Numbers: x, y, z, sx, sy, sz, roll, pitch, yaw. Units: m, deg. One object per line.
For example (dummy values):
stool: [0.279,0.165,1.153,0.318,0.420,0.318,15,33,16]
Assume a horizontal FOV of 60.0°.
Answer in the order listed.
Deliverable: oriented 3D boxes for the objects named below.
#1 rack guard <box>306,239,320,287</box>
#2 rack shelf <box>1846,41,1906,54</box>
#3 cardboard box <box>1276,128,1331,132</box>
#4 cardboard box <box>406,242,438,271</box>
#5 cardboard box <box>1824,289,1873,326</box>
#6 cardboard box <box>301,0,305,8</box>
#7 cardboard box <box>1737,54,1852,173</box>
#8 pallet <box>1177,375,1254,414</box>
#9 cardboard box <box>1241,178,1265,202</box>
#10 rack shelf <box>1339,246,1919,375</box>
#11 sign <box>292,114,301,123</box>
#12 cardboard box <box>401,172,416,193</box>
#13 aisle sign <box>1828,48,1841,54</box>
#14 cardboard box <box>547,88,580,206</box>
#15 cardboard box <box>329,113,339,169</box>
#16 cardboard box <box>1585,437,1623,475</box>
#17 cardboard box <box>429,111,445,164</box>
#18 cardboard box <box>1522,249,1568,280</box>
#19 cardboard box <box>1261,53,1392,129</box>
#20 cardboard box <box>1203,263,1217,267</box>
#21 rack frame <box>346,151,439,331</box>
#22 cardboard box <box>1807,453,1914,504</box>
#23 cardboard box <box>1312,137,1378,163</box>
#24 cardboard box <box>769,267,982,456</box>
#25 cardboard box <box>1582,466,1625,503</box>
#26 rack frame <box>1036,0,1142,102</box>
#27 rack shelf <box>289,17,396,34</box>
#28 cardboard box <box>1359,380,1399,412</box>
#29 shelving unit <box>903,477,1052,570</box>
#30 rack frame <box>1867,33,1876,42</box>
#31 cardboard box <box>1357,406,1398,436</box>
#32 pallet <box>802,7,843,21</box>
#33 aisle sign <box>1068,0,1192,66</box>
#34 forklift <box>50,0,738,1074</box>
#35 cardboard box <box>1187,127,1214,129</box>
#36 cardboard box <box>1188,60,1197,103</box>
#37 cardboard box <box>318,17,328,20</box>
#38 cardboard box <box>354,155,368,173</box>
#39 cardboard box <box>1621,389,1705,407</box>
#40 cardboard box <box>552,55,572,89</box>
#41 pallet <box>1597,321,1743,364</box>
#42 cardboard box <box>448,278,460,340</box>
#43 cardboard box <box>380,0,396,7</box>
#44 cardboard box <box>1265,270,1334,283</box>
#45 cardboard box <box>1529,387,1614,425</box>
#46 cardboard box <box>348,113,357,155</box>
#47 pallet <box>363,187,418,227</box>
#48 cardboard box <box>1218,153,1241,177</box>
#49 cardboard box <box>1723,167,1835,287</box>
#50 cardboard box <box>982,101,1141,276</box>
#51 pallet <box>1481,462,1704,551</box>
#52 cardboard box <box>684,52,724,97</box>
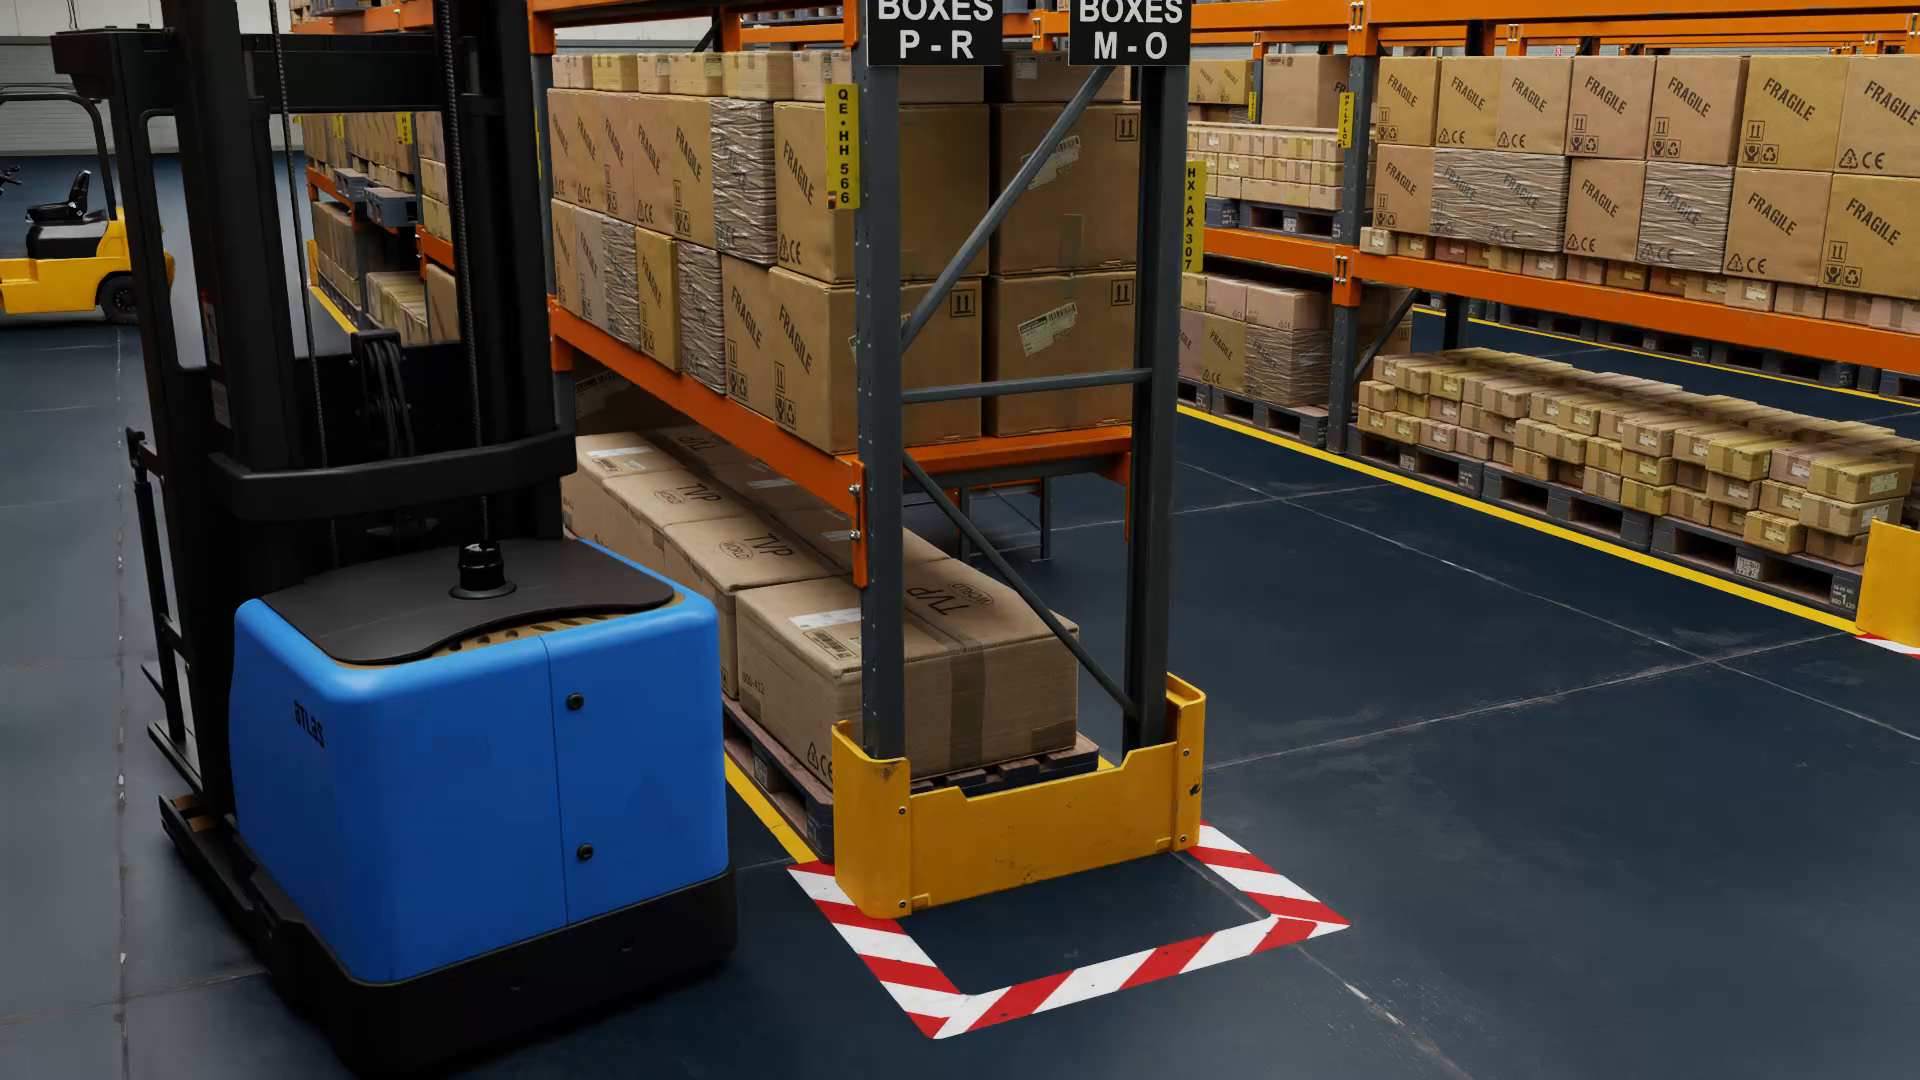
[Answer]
rack guard: [-6.793,-3.189,18.956,1.175,0.500,0.348,-8,18,-25]
rack shelf: [13.618,-6.411,21.519,1.077,0.370,4.000,-8,18,-25]
cardboard box: [2.510,-2.898,12.026,0.380,0.149,0.250,-7,17,-23]
cardboard box: [-5.089,-2.837,16.062,0.500,0.500,0.500,-7,17,-22]
cardboard box: [4.117,-1.057,7.452,0.380,0.149,0.250,-8,18,-25]
cardboard box: [-6.384,-5.514,16.821,0.500,0.250,0.500,-7,17,-23]
cardboard box: [3.943,-1.946,7.560,0.500,0.500,0.500,-8,18,-27]
pallet: [1.956,-1.212,12.592,1.003,0.211,1.213,-8,18,-25]
cardboard box: [2.154,-2.401,11.374,0.380,0.149,0.250,-9,18,-28]
rack shelf: [3.713,-1.215,8.851,1.077,0.370,4.000,-8,18,-25]
sign: [-7.313,-4.760,18.329,0.100,0.325,0.005,-8,18,-25]
cardboard box: [-3.859,-2.617,12.127,0.380,0.149,0.250,-7,18,-24]
aisle sign: [15.140,-8.633,28.685,0.394,0.787,0.004,-8,18,-25]
cardboard box: [-1.578,-1.815,7.643,0.500,0.500,0.500,-8,18,-25]
cardboard box: [-5.723,-3.815,15.887,0.500,0.500,0.500,-7,17,-23]
cardboard box: [3.538,-0.457,8.774,0.380,0.149,0.250,-7,17,-22]
cardboard box: [-3.099,-2.680,10.659,0.500,0.500,0.500,-8,18,-25]
cardboard box: [3.287,-1.506,9.015,0.380,0.149,0.250,-7,17,-22]
cardboard box: [4.057,-4.891,18.508,1.000,1.000,1.000,-8,18,-25]
cardboard box: [1.596,-1.959,12.551,0.500,0.250,0.500,-8,18,-24]
rack frame: [-5.073,-3.417,15.221,1.000,3.000,0.127,-8,18,-25]
cardboard box: [4.129,-0.283,7.628,0.380,0.149,0.250,-7,18,-24]
cardboard box: [2.485,-2.500,10.639,0.380,0.149,0.250,-7,17,-22]
cardboard box: [-0.266,-0.577,5.144,0.500,0.500,0.500,-8,18,-25]
cardboard box: [3.539,-0.315,8.817,0.380,0.149,0.250,-7,18,-24]
rack frame: [1.084,-3.049,13.936,1.000,3.000,0.127,-8,18,-25]
rack shelf: [-5.950,-5.009,16.634,1.077,0.370,4.000,-8,18,-25]
cardboard box: [2.708,-0.903,10.326,0.380,0.149,0.250,-7,17,-22]
shelving unit: [0.003,-0.539,8.590,0.538,1.125,1.048,-8,18,-25]
rack frame: [10.040,-4.221,18.023,1.000,3.000,0.127,-8,18,-25]
cardboard box: [2.707,-0.759,10.366,0.380,0.149,0.250,-9,18,-27]
pallet: [-1.017,-5.644,17.702,1.003,0.211,1.213,-8,18,-25]
aisle sign: [0.476,-1.709,4.553,0.394,0.787,0.004,-8,18,-25]
forklift: [-1.916,-0.459,5.038,1.130,2.935,3.031,-12,20,-36]
cardboard box: [1.690,-2.952,12.215,0.380,0.149,0.250,-7,17,-23]
cardboard box: [2.952,-5.613,20.338,0.500,0.500,0.500,-8,18,-25]
cardboard box: [-5.924,-5.037,15.881,0.380,0.149,0.250,-7,17,-23]
cardboard box: [-5.014,-3.260,14.367,0.380,0.149,0.250,-7,18,-24]
cardboard box: [3.875,-0.728,9.179,0.380,0.149,0.250,-8,18,-25]
cardboard box: [-1.664,-2.164,7.685,0.380,0.149,0.250,-8,18,-26]
pallet: [6.396,-1.776,14.557,1.003,0.211,1.213,-8,18,-25]
cardboard box: [-2.706,-1.203,10.595,0.875,0.875,0.875,-7,18,-24]
cardboard box: [-4.015,-4.292,12.642,0.797,0.503,0.637,-8,18,-25]
cardboard box: [2.515,-1.765,11.872,0.500,0.250,0.500,-7,17,-23]
cardboard box: [3.390,-0.739,9.217,0.380,0.149,0.250,-8,18,-27]
cardboard box: [-4.906,-3.535,14.150,0.500,0.500,0.500,-8,18,-25]
pallet: [-3.729,-2.497,12.362,1.213,0.211,1.003,-8,18,-25]
cardboard box: [2.026,-2.615,11.579,0.380,0.149,0.250,-9,18,-28]
cardboard box: [3.940,-1.465,7.696,0.500,0.500,0.500,-8,18,-26]
cardboard box: [0.229,-1.124,5.235,0.500,0.500,0.500,-8,18,-26]
pallet: [3.701,-0.251,9.244,1.003,0.211,1.213,-8,18,-25]
cardboard box: [-0.762,-1.657,5.916,0.380,0.149,0.250,-7,18,-24]
